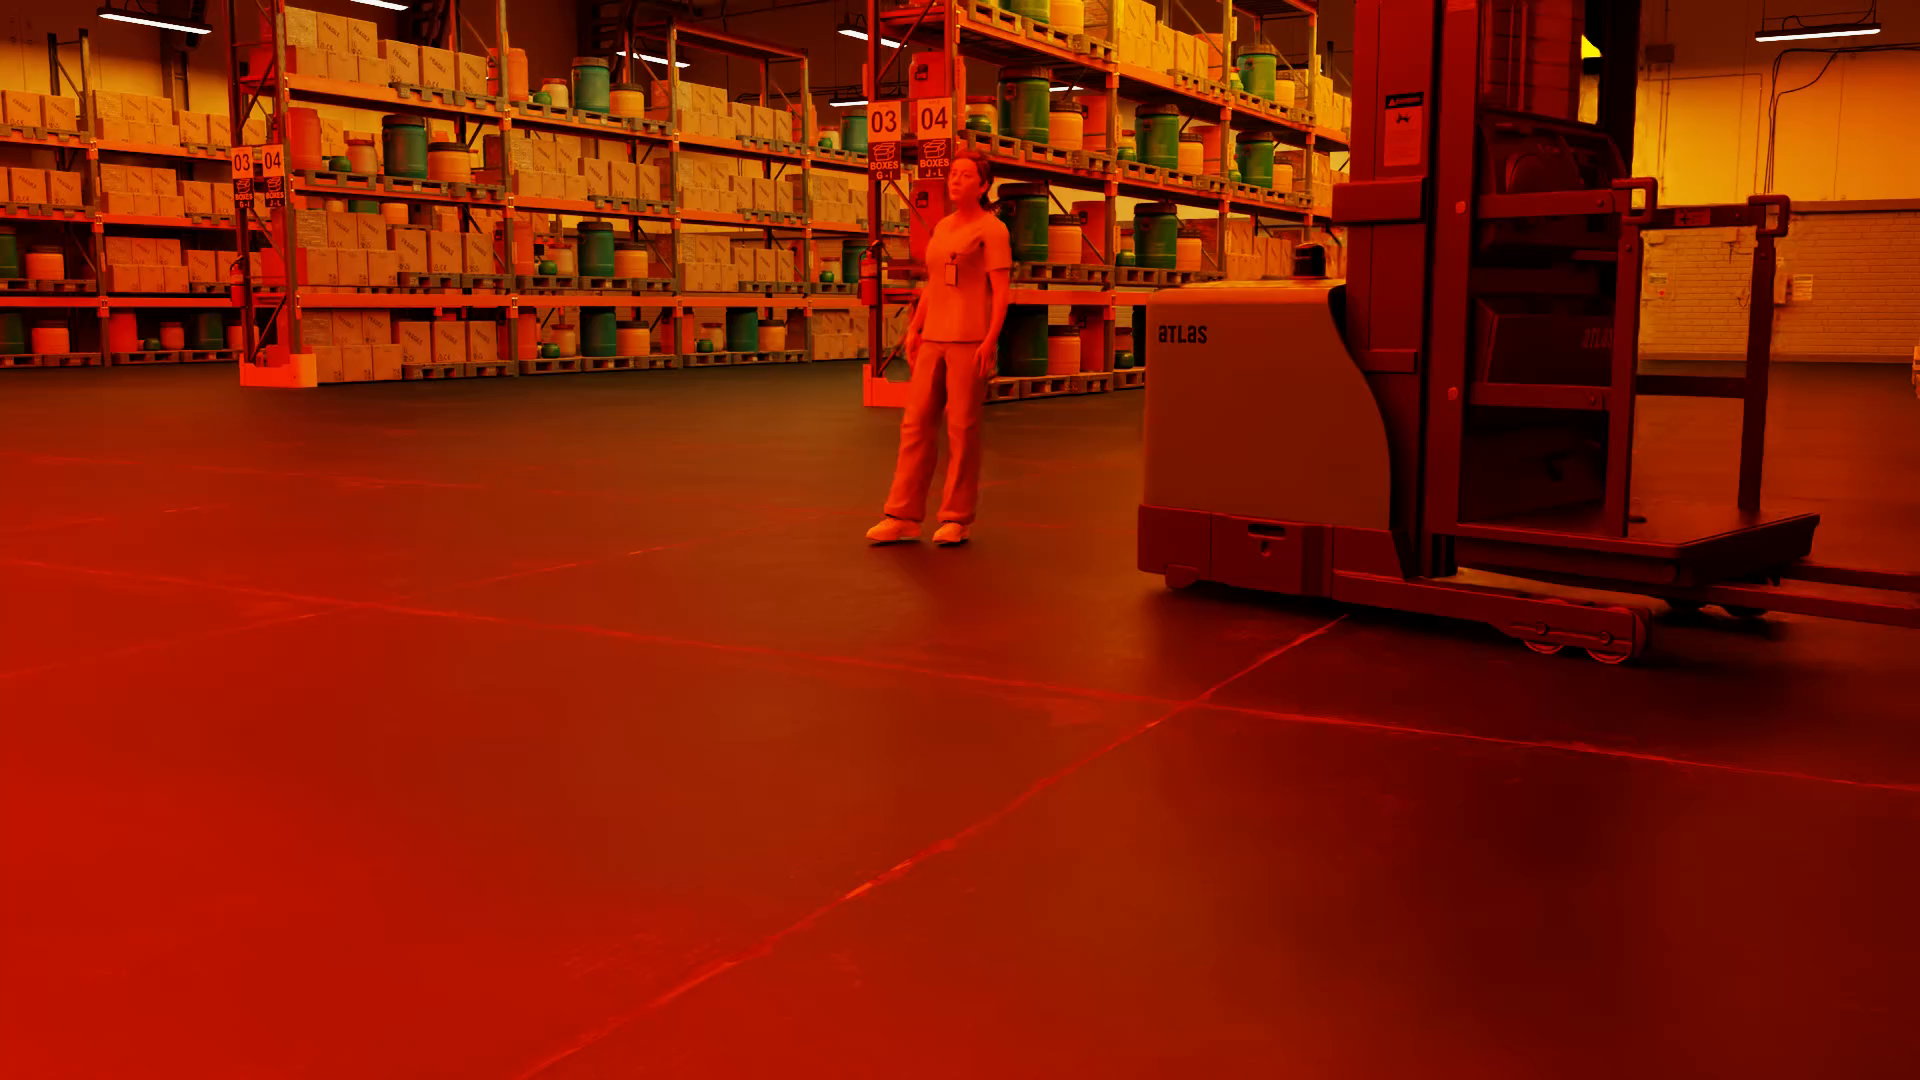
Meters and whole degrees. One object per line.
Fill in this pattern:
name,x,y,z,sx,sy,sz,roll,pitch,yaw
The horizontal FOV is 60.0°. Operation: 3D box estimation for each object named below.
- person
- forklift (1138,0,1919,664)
person,-0.073,-0.821,7.125,0.591,1.667,0.533,-8,11,-44
forklift,2.034,-1.177,5.120,1.130,2.935,3.031,-8,11,-44
